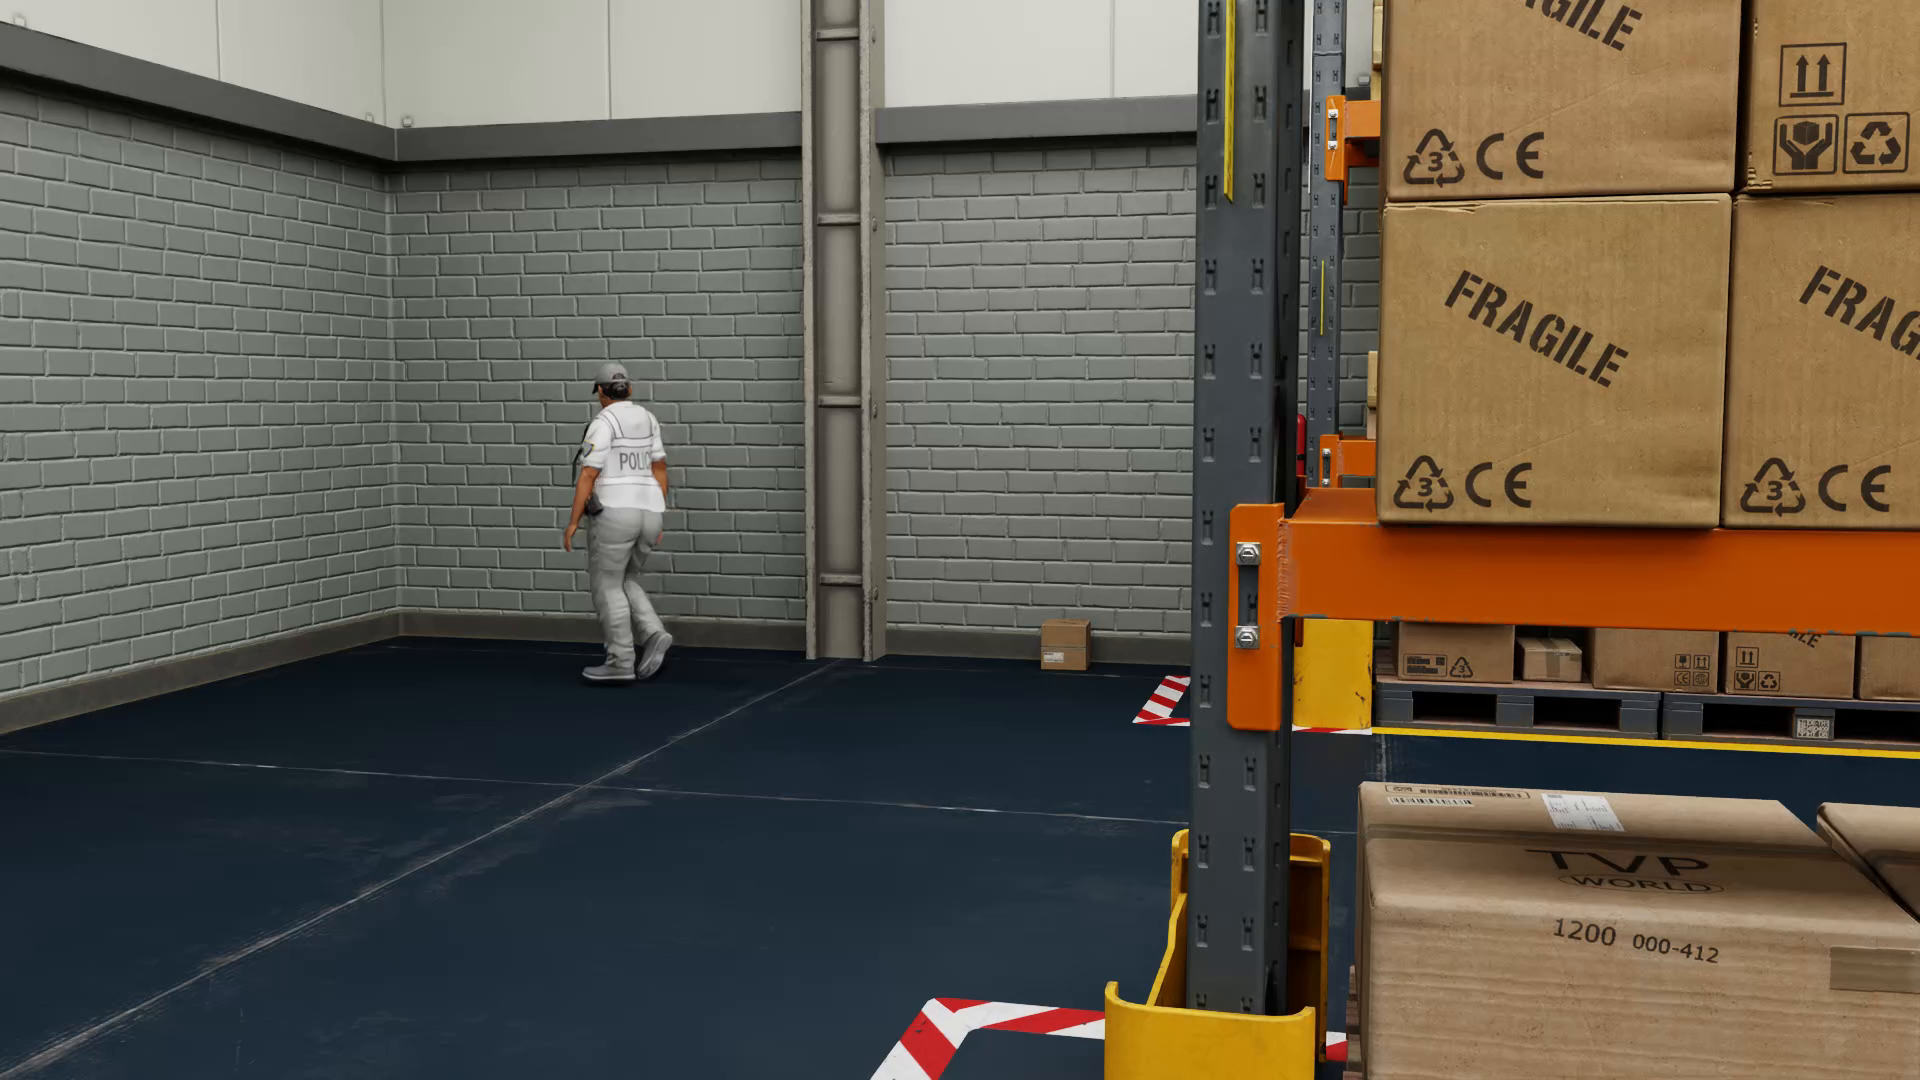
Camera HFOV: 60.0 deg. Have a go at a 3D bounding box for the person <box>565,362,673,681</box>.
[{"bbox_3d":[-1.752,-0.091,8.668,0.460,1.662,0.531,2,6,27],"label":"person"}]
